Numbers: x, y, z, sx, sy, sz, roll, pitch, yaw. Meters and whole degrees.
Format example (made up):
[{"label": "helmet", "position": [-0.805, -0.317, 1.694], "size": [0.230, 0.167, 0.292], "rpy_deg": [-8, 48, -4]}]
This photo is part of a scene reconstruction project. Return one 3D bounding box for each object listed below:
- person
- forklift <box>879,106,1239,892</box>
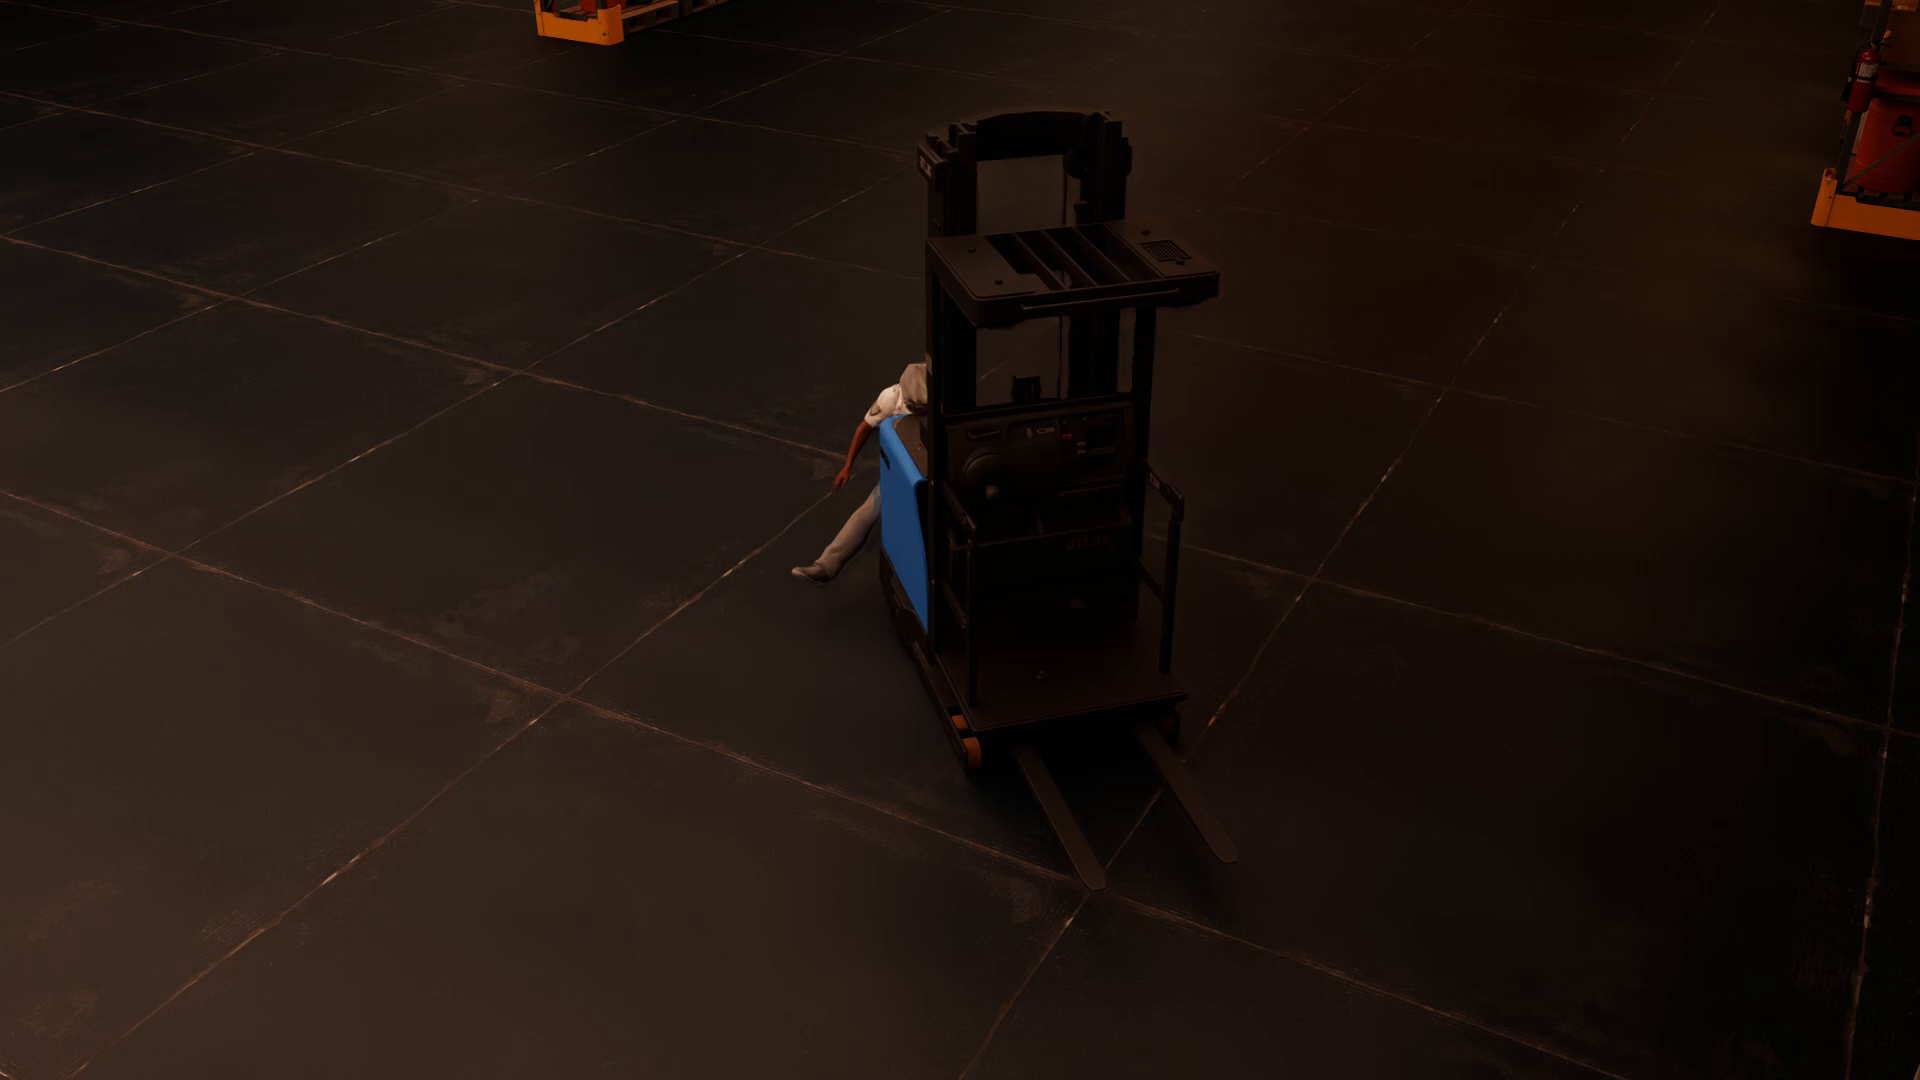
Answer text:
[{"label": "person", "position": [-0.276, -0.297, 9.180], "size": [0.970, 1.385, 1.103], "rpy_deg": [14, 33, 23]}, {"label": "forklift", "position": [0.452, -0.371, 7.714], "size": [1.130, 2.935, 3.031], "rpy_deg": [-8, 31, -14]}]
